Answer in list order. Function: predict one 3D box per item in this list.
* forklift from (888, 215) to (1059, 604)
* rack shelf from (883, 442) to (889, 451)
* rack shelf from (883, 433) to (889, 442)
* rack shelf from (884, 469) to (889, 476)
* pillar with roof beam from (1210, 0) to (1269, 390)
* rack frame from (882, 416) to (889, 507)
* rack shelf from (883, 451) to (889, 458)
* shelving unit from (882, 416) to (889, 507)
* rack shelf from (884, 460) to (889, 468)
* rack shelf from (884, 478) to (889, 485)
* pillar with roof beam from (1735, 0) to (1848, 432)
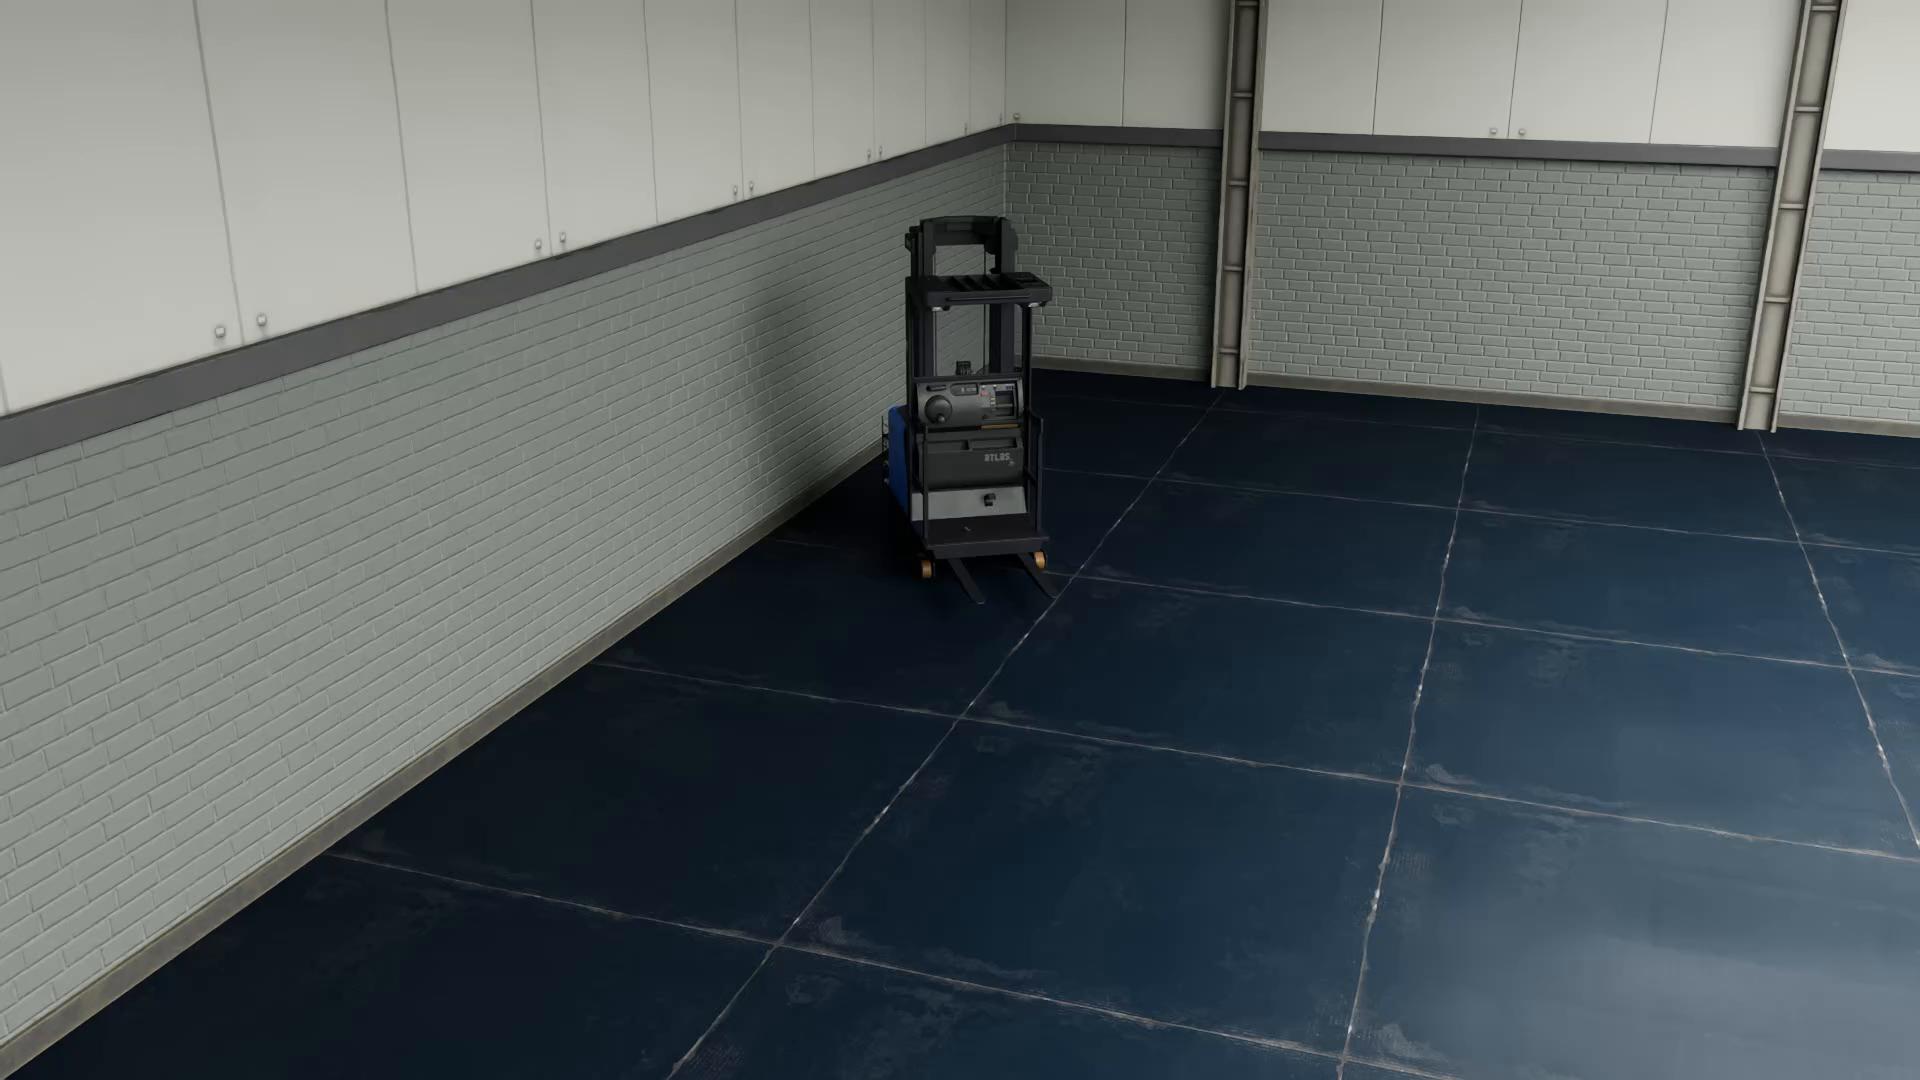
[{"bbox_3d":[0.133,-1.184,14.134,1.130,2.935,3.031,-4,20,-12],"label":"forklift"},{"bbox_3d":[-0.607,-0.872,15.880,0.200,0.077,0.258,-7,20,-19],"label":"rack shelf"},{"bbox_3d":[-0.607,-0.957,15.851,0.200,0.077,0.258,-7,20,-19],"label":"rack shelf"},{"bbox_3d":[-0.607,-0.617,15.969,0.200,0.077,0.258,-7,20,-19],"label":"rack shelf"},{"bbox_3d":[1.931,-4.833,15.384,0.400,9.000,9.100,7,20,18],"label":"pillar with roof beam"},{"bbox_3d":[-0.703,-0.722,15.896,0.006,0.900,0.240,-7,20,-19],"label":"rack frame"},{"bbox_3d":[-0.607,-0.787,15.910,0.200,0.077,0.258,-7,20,-19],"label":"rack shelf"},{"bbox_3d":[-0.607,-0.734,15.929,0.210,0.900,0.258,-7,20,-19],"label":"shelving unit"},{"bbox_3d":[-0.607,-0.702,15.940,0.200,0.077,0.258,-7,20,-19],"label":"rack shelf"},{"bbox_3d":[-0.607,-0.532,15.999,0.200,0.077,0.258,-7,20,-19],"label":"rack shelf"},{"bbox_3d":[7.599,-4.185,13.524,0.400,9.000,9.100,7,20,18],"label":"pillar with roof beam"}]
